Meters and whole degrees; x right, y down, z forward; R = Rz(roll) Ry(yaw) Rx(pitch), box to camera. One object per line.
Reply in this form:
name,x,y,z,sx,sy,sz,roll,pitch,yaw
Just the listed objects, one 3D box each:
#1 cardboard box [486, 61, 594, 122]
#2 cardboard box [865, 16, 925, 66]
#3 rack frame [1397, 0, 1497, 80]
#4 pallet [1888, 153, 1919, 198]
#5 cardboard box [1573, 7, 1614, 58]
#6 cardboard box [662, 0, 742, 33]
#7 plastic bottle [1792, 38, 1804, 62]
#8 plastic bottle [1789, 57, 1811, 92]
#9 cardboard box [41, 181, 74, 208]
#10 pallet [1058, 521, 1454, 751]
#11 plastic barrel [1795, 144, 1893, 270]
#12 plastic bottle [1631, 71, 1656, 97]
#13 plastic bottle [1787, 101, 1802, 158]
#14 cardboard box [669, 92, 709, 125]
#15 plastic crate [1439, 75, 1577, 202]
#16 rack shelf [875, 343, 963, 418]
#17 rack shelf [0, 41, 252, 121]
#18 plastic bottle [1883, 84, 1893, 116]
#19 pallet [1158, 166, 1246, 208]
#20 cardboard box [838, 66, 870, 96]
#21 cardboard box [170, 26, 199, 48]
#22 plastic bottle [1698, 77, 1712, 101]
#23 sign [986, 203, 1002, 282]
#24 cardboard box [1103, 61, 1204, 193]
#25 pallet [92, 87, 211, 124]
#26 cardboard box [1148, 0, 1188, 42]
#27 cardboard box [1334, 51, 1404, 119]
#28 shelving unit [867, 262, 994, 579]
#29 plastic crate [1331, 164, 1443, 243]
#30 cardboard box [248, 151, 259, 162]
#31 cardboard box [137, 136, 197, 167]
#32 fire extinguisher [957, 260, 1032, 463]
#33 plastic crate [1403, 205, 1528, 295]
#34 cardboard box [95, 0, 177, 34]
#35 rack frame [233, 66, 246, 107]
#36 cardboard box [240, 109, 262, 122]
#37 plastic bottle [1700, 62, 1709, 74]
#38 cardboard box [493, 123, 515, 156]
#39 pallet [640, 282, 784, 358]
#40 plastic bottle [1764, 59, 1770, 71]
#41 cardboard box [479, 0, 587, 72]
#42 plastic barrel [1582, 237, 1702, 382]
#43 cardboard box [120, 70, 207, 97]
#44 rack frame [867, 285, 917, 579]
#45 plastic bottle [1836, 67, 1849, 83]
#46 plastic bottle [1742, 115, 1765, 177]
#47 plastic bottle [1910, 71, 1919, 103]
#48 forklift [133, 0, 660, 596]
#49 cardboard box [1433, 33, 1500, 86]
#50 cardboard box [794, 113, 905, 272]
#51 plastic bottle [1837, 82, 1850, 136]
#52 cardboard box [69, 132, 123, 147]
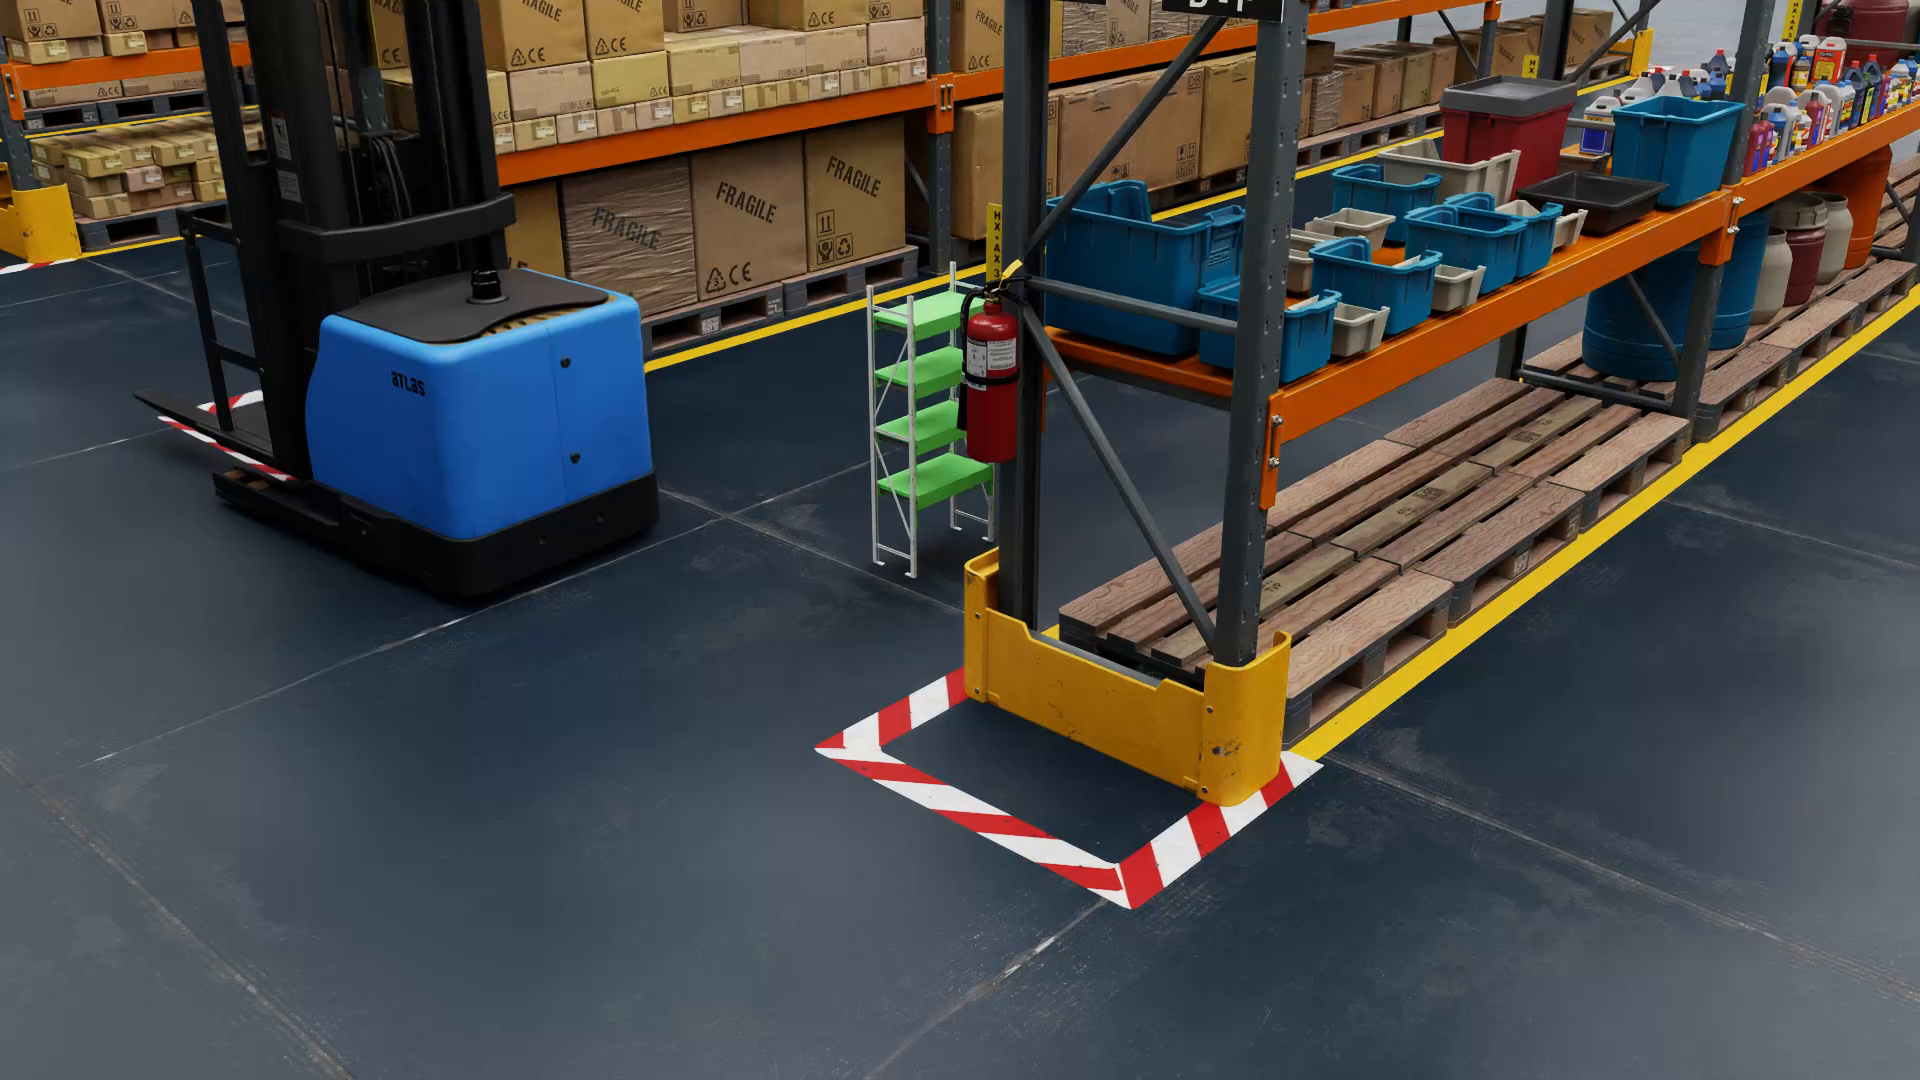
cardboard box,-2.279,-2.376,8.702,0.500,0.250,0.500,20,31,37
cardboard box,-0.572,-3.155,10.441,0.500,0.250,0.500,19,31,37
rack frame,4.866,-5.732,16.367,1.000,3.000,0.127,20,31,38
pallet,8.060,-2.857,13.364,1.003,0.211,1.213,20,31,38
cardboard box,7.107,-5.816,19.096,0.500,0.500,0.500,-17,29,-34
cardboard box,-1.661,-3.320,9.891,0.500,0.500,0.500,19,30,36
plastic bottle,5.258,-3.030,10.500,0.097,0.271,0.097,0,24,0
plastic bottle,5.152,-2.857,10.198,0.097,0.201,0.097,0,24,0
cardboard box,-6.573,-2.569,12.284,0.380,0.149,0.250,21,31,38
pallet,1.125,0.309,6.304,1.003,0.211,1.213,20,31,38
plastic barrel,5.571,-2.208,10.648,0.600,0.830,0.708,20,31,38
plastic bottle,3.585,-2.289,8.748,0.144,0.351,0.185,20,31,38
plastic bottle,4.150,-2.059,8.334,0.097,0.271,0.097,0,24,0
cardboard box,-1.634,-2.448,9.350,0.380,0.149,0.250,19,30,36
plastic crate,2.433,-1.795,7.435,0.402,0.464,0.583,20,31,38
rack shelf,-0.110,-0.658,6.820,0.258,0.148,0.480,20,31,38
rack shelf,-5.434,-3.742,12.808,1.077,0.370,4.000,20,31,38
plastic bottle,5.234,-2.522,9.451,0.097,0.201,0.097,0,24,0
pallet,1.614,-3.021,13.730,1.003,0.211,1.213,20,31,38
cardboard box,-0.775,-2.841,10.226,0.380,0.149,0.250,20,31,37
cardboard box,-5.680,-3.704,12.151,0.380,0.149,0.250,20,31,37
plastic bottle,4.013,-2.369,9.024,0.097,0.271,0.097,0,24,0
sign,0.125,-0.943,5.487,0.100,0.325,0.005,20,31,38
cardboard box,1.120,-3.261,12.940,1.225,0.875,0.875,20,31,38
pallet,-8.419,-4.517,17.067,1.003,0.211,1.213,20,31,38
cardboard box,1.371,-4.031,12.452,0.500,0.500,0.500,19,30,36
cardboard box,3.735,-4.300,15.691,0.700,0.500,0.500,17,29,33
shelving unit,-0.110,-0.497,6.892,0.258,1.200,0.503,20,31,38
plastic crate,1.726,-1.370,6.770,0.416,0.233,0.300,20,31,38
cardboard box,-5.547,-2.899,12.656,0.380,0.149,0.250,18,30,35
cardboard box,-5.808,-2.848,12.180,0.380,0.149,0.250,20,31,37
fire extinguisher,0.107,-0.596,5.463,0.296,0.674,0.183,20,31,38
plastic crate,1.835,-1.061,6.080,0.416,0.233,0.300,20,31,38
cardboard box,-5.925,-3.873,11.737,0.500,0.500,0.500,20,31,38
rack frame,-7.853,-6.000,16.966,1.000,3.000,0.127,20,31,38
cardboard box,-5.545,-3.324,13.241,0.380,0.149,0.250,20,31,38
plastic bottle,4.183,-2.556,9.428,0.061,0.283,0.133,20,31,38
cardboard box,-2.490,-2.057,8.480,0.380,0.149,0.250,20,31,37
pallet,-1.853,-1.438,10.199,1.003,0.211,1.213,20,31,38
plastic bottle,4.860,-2.817,10.109,0.097,0.201,0.097,0,24,0
cardboard box,-2.287,-2.710,8.531,0.500,0.500,0.500,19,31,36
plastic barrel,3.591,-1.337,8.617,0.600,0.901,0.708,20,31,38
cardboard box,-8.352,-4.861,17.043,0.875,0.438,0.875,20,31,37
rack frame,-0.273,-0.423,6.726,0.240,1.200,0.015,20,31,38
plastic bottle,4.939,-2.502,9.307,0.061,0.283,0.133,20,31,38
plastic bottle,3.778,-1.884,7.928,0.061,0.283,0.133,20,31,38
plastic bottle,5.623,-2.700,9.848,0.097,0.201,0.097,0,24,0
forklift,-2.773,-1.589,7.211,3.031,2.935,1.130,18,30,35
cardboard box,5.163,-4.894,17.040,0.500,0.500,0.500,19,30,36
cardboard box,-0.973,-2.337,10.880,0.875,0.875,0.875,20,31,38
plastic bottle,4.679,-2.301,8.872,0.097,0.271,0.097,0,24,0
cardboard box,-6.394,-2.914,12.327,0.380,0.149,0.250,21,32,38
